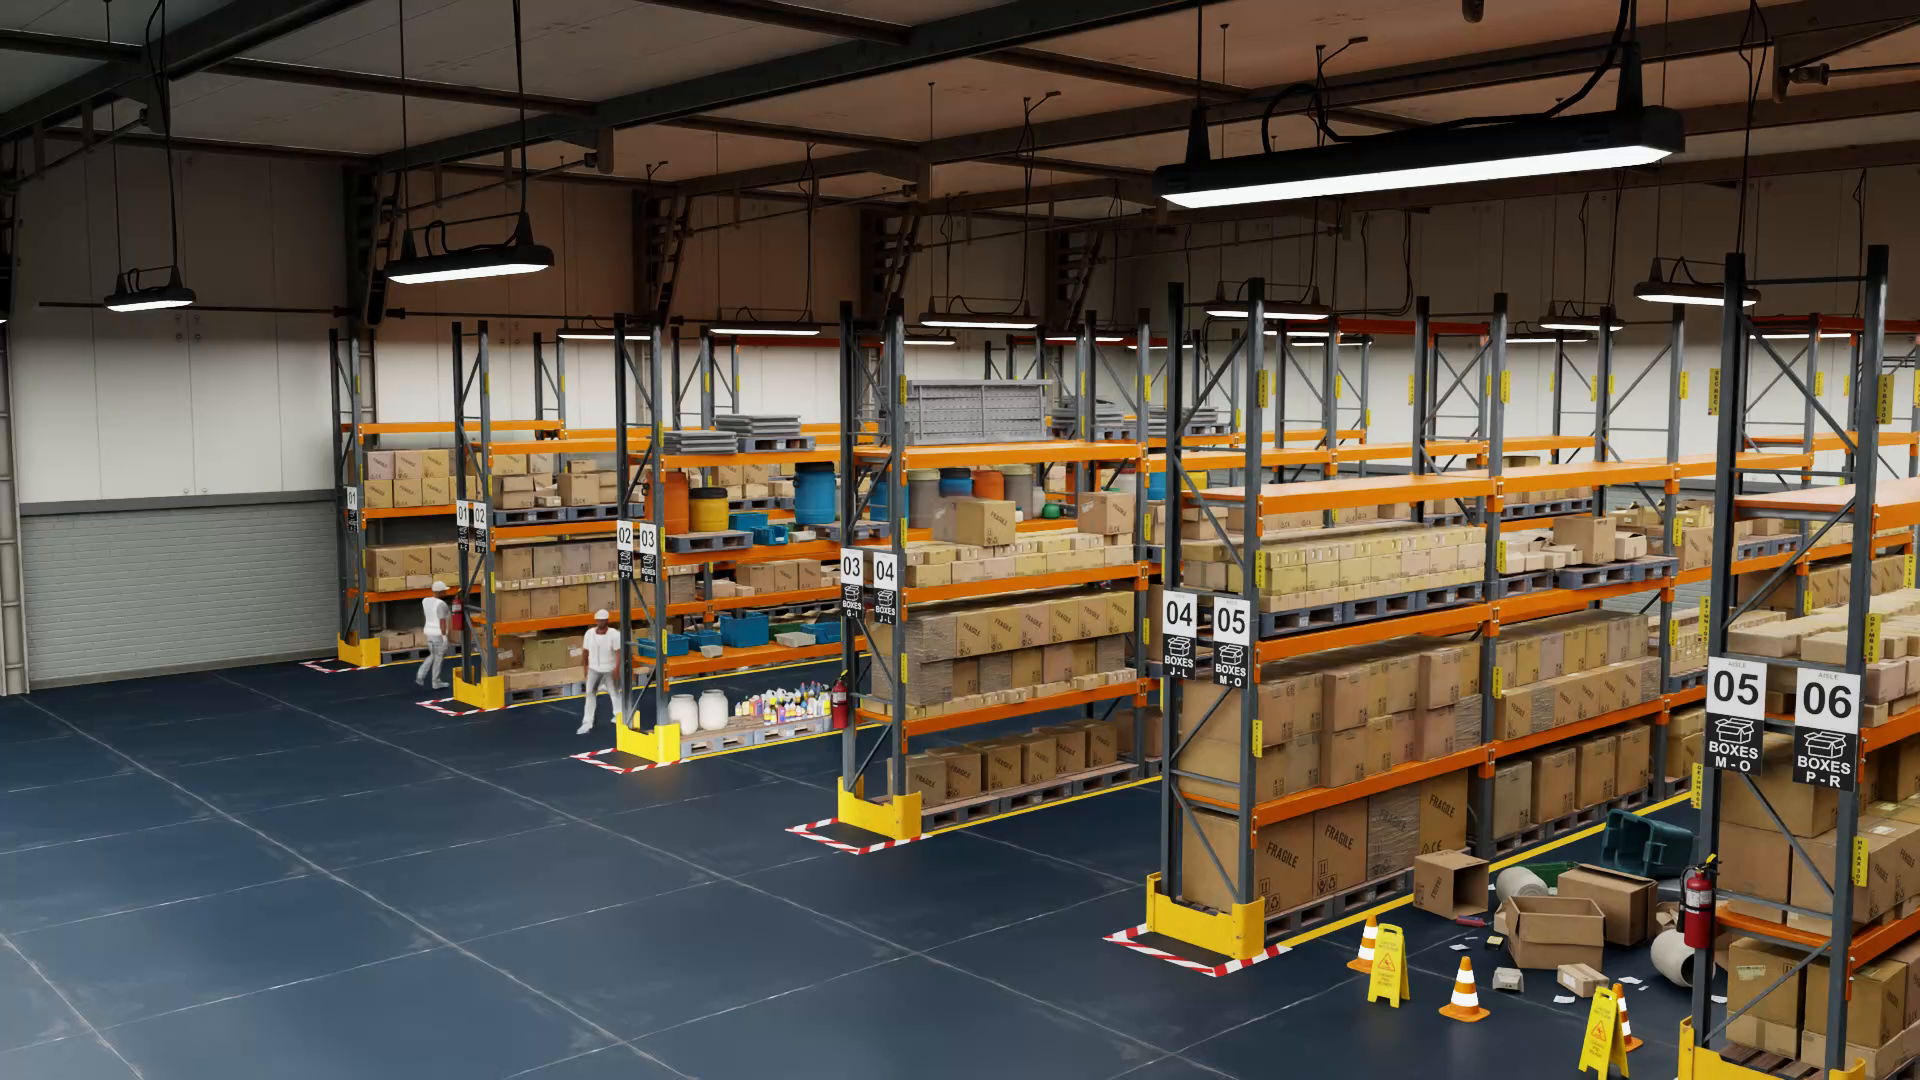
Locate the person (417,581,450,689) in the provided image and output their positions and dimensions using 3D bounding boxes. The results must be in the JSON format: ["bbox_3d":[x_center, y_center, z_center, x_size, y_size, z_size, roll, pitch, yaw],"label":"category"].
[{"bbox_3d":[-8.670,1.563,27.359,0.591,1.781,0.545,5,7,40],"label":"person"}]

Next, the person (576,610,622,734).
[{"bbox_3d":[-5.246,1.896,24.346,0.647,1.759,0.936,2,6,16],"label":"person"}]
